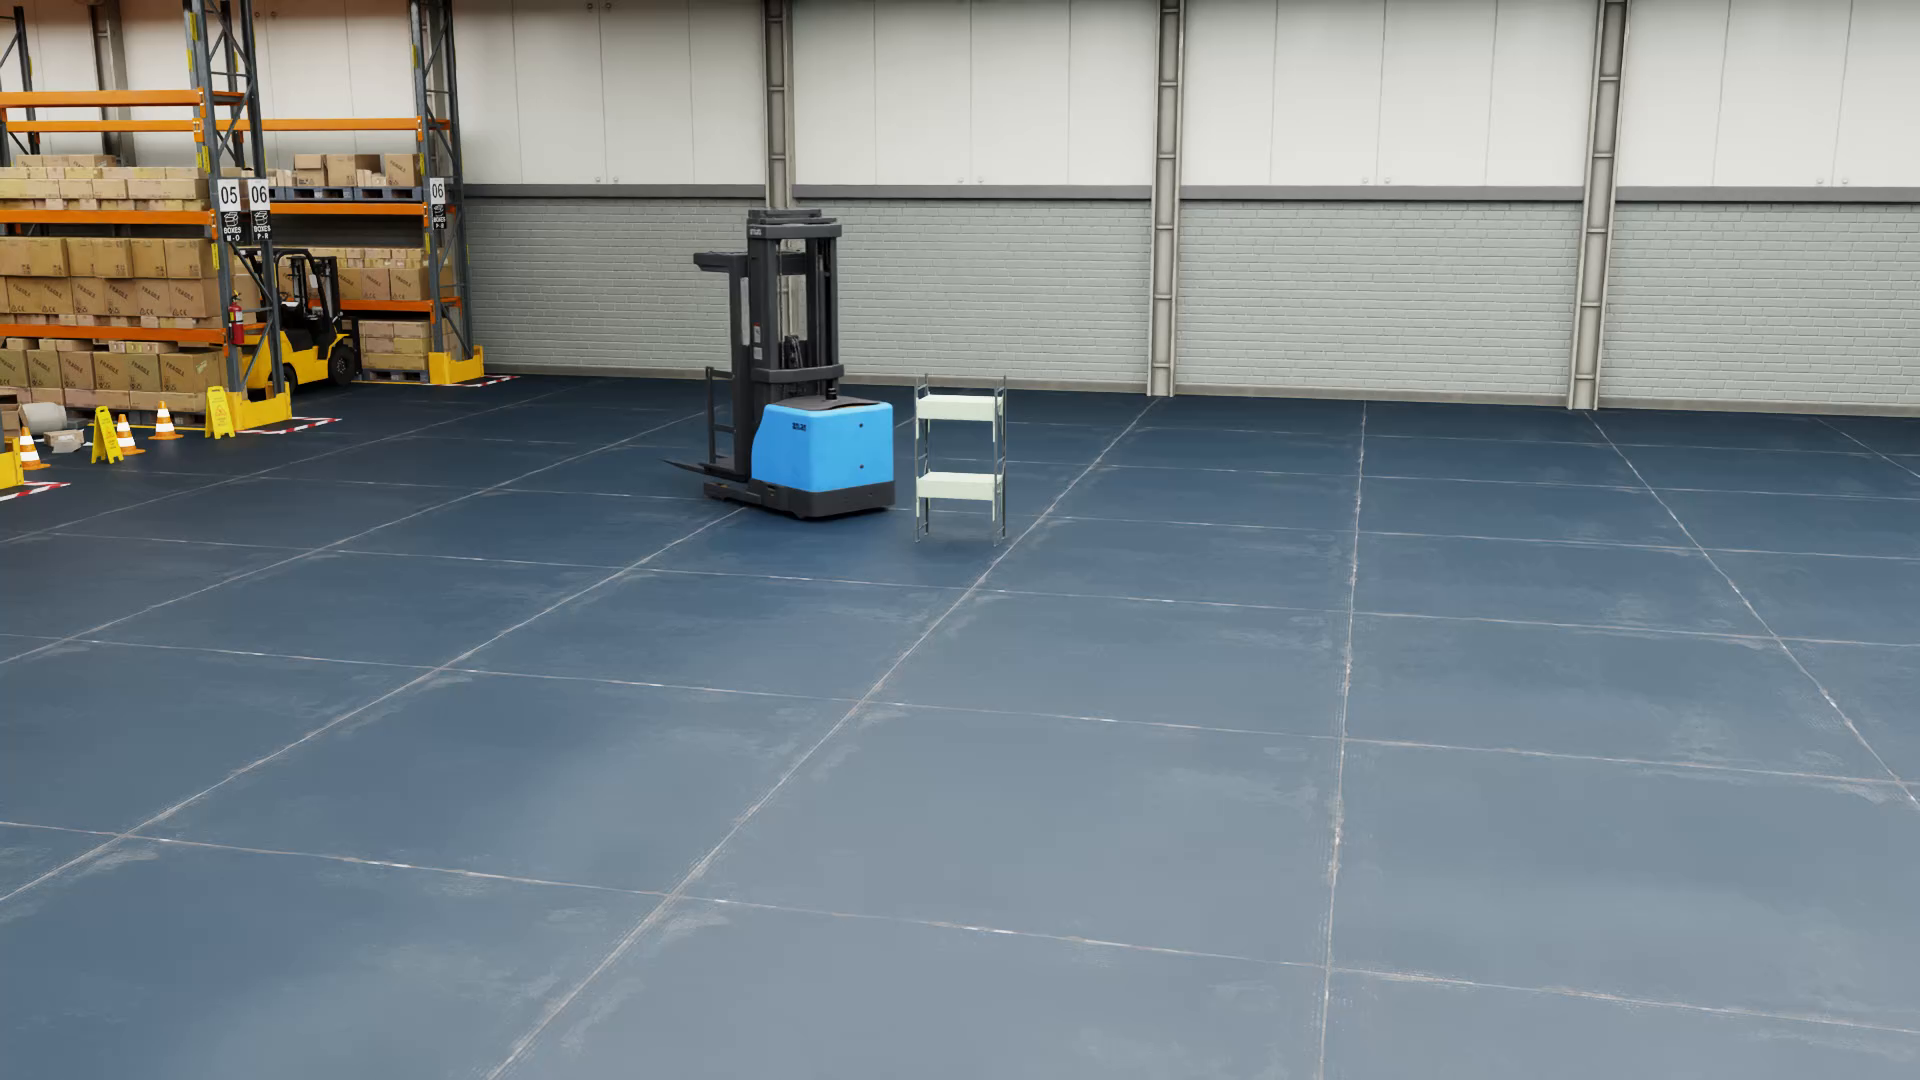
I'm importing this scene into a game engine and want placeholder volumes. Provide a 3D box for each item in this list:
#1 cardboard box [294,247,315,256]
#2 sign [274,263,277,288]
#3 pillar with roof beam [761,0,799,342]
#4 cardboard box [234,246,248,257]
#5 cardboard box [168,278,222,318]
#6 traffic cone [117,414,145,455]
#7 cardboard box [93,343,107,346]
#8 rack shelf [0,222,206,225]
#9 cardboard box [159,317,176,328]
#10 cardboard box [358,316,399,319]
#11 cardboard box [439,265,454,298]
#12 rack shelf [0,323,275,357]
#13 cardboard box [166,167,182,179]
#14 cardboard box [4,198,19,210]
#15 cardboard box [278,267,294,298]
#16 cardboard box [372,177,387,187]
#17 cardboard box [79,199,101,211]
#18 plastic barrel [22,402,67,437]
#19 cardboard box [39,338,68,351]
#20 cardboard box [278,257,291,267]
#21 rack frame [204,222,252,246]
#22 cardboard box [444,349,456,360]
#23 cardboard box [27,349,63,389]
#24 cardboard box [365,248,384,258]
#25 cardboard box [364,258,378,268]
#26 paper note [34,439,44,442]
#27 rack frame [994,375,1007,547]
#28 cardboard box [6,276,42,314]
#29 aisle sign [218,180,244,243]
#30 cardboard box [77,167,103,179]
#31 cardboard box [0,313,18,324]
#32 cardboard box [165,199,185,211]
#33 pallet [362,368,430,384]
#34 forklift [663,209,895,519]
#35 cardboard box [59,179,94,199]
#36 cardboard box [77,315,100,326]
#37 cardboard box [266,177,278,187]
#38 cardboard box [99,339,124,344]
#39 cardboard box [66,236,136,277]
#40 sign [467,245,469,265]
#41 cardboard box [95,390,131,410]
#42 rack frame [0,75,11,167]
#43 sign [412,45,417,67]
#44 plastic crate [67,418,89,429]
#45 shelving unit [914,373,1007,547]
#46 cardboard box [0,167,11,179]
[{"bbox_3d":[-10.528,-4.644,26.824,0.250,0.149,0.380,3,13,13],"label":"cardboard box"},{"bbox_3d":[-9.208,-3.547,22.298,0.005,0.325,0.100,3,13,14],"label":"sign"},{"bbox_3d":[-3.818,-5.992,21.467,0.400,9.000,9.100,3,13,14],"label":"pillar with roof beam"},{"bbox_3d":[-11.797,-4.694,27.050,0.250,0.149,0.380,3,13,15],"label":"cardboard box"},{"bbox_3d":[-9.931,-3.175,21.700,0.500,0.500,0.500,3,13,13],"label":"cardboard box"},{"bbox_3d":[-10.000,-1.272,19.899,0.334,0.463,0.336,3,13,14],"label":"traffic cone"},{"bbox_3d":[-12.088,-2.447,22.983,0.500,0.500,0.500,3,13,15],"label":"cardboard box"},{"bbox_3d":[-13.977,-5.479,27.740,4.000,0.370,1.077,3,13,14],"label":"rack shelf"},{"bbox_3d":[-10.268,-2.870,21.824,0.250,0.149,0.380,3,13,13],"label":"cardboard box"},{"bbox_3d":[-9.542,-3.523,27.260,0.500,0.250,0.500,3,13,13],"label":"cardboard box"},{"bbox_3d":[-8.567,-4.187,26.952,0.500,0.500,0.500,3,13,15],"label":"cardboard box"},{"bbox_3d":[-11.279,-2.763,22.423,4.000,0.370,1.077,3,13,14],"label":"rack shelf"},{"bbox_3d":[-9.978,-4.718,21.390,0.250,0.149,0.380,3,13,15],"label":"cardboard box"},{"bbox_3d":[-12.469,-4.477,22.143,0.250,0.149,0.380,3,13,14],"label":"cardboard box"},{"bbox_3d":[-10.666,-4.183,26.933,0.500,0.500,0.500,3,13,13],"label":"cardboard box"},{"bbox_3d":[-9.029,-5.629,26.135,0.250,0.149,0.380,3,13,12],"label":"cardboard box"},{"bbox_3d":[-11.253,-4.382,21.715,0.250,0.149,0.380,3,13,13],"label":"cardboard box"},{"bbox_3d":[-11.706,-1.542,21.205,0.512,0.421,0.421,-9,15,-35],"label":"plastic barrel"},{"bbox_3d":[-12.107,-2.631,22.316,0.250,0.149,0.380,4,13,16],"label":"cardboard box"},{"bbox_3d":[-10.802,-4.493,26.830,0.250,0.149,0.380,3,13,13],"label":"cardboard box"},{"bbox_3d":[-12.036,-4.262,27.519,0.127,3.000,1.000,3,13,14],"label":"rack frame"},{"bbox_3d":[-8.582,-2.984,27.136,0.500,0.250,0.500,3,13,14],"label":"cardboard box"},{"bbox_3d":[-12.191,-2.334,22.476,0.500,0.500,0.500,4,13,16],"label":"cardboard box"},{"bbox_3d":[-9.282,-4.582,26.547,0.250,0.149,0.380,3,13,14],"label":"cardboard box"},{"bbox_3d":[-9.286,-4.428,26.537,0.250,0.149,0.380,3,13,13],"label":"cardboard box"},{"bbox_3d":[-11.521,-1.262,20.876,0.142,0.019,0.148,8,15,33],"label":"paper note"},{"bbox_3d":[0.362,-0.713,14.984,0.023,1.500,0.400,3,13,14],"label":"rack frame"},{"bbox_3d":[-12.368,-3.310,22.308,0.500,0.500,0.500,3,13,13],"label":"cardboard box"},{"bbox_3d":[-9.347,-4.215,21.307,0.004,0.787,0.394,3,13,14],"label":"aisle sign"},{"bbox_3d":[-11.234,-4.770,21.620,0.250,0.149,0.380,3,13,15],"label":"cardboard box"},{"bbox_3d":[-12.735,-3.009,22.453,0.250,0.149,0.380,3,13,15],"label":"cardboard box"},{"bbox_3d":[-10.001,-4.318,21.425,0.250,0.149,0.380,3,13,14],"label":"cardboard box"},{"bbox_3d":[-8.905,-2.724,27.024,1.213,0.211,1.003,3,13,14],"label":"pallet"},{"bbox_3d":[-1.998,-1.893,16.998,1.130,2.935,3.031,-11,17,-40],"label":"forklift"},{"bbox_3d":[-11.383,-4.595,21.753,0.500,0.250,0.500,3,13,14],"label":"cardboard box"},{"bbox_3d":[-11.501,-2.936,22.122,0.250,0.149,0.380,3,13,13],"label":"cardboard box"},{"bbox_3d":[-10.927,-5.731,26.592,0.250,0.149,0.380,3,13,15],"label":"cardboard box"},{"bbox_3d":[-14.027,-3.413,28.205,0.625,0.625,0.875,3,13,11],"label":"cardboard box"},{"bbox_3d":[-11.346,-3.761,22.034,0.500,0.500,0.700,3,13,13],"label":"cardboard box"},{"bbox_3d":[-8.013,-4.632,27.006,0.005,0.325,0.100,3,13,14],"label":"sign"},{"bbox_3d":[-11.197,-1.913,22.310,0.500,0.250,0.500,3,13,12],"label":"cardboard box"},{"bbox_3d":[-13.221,-6.147,22.164,0.127,3.000,1.000,3,13,14],"label":"rack frame"},{"bbox_3d":[-8.296,-7.365,25.313,0.005,0.325,0.100,3,13,14],"label":"sign"},{"bbox_3d":[-11.893,-1.539,21.985,0.583,0.080,0.402,-1,13,-6],"label":"plastic crate"},{"bbox_3d":[0.006,-0.732,15.070,0.755,1.500,0.431,3,13,14],"label":"shelving unit"},{"bbox_3d":[-12.480,-4.841,21.943,0.250,0.149,0.380,3,13,12],"label":"cardboard box"}]
